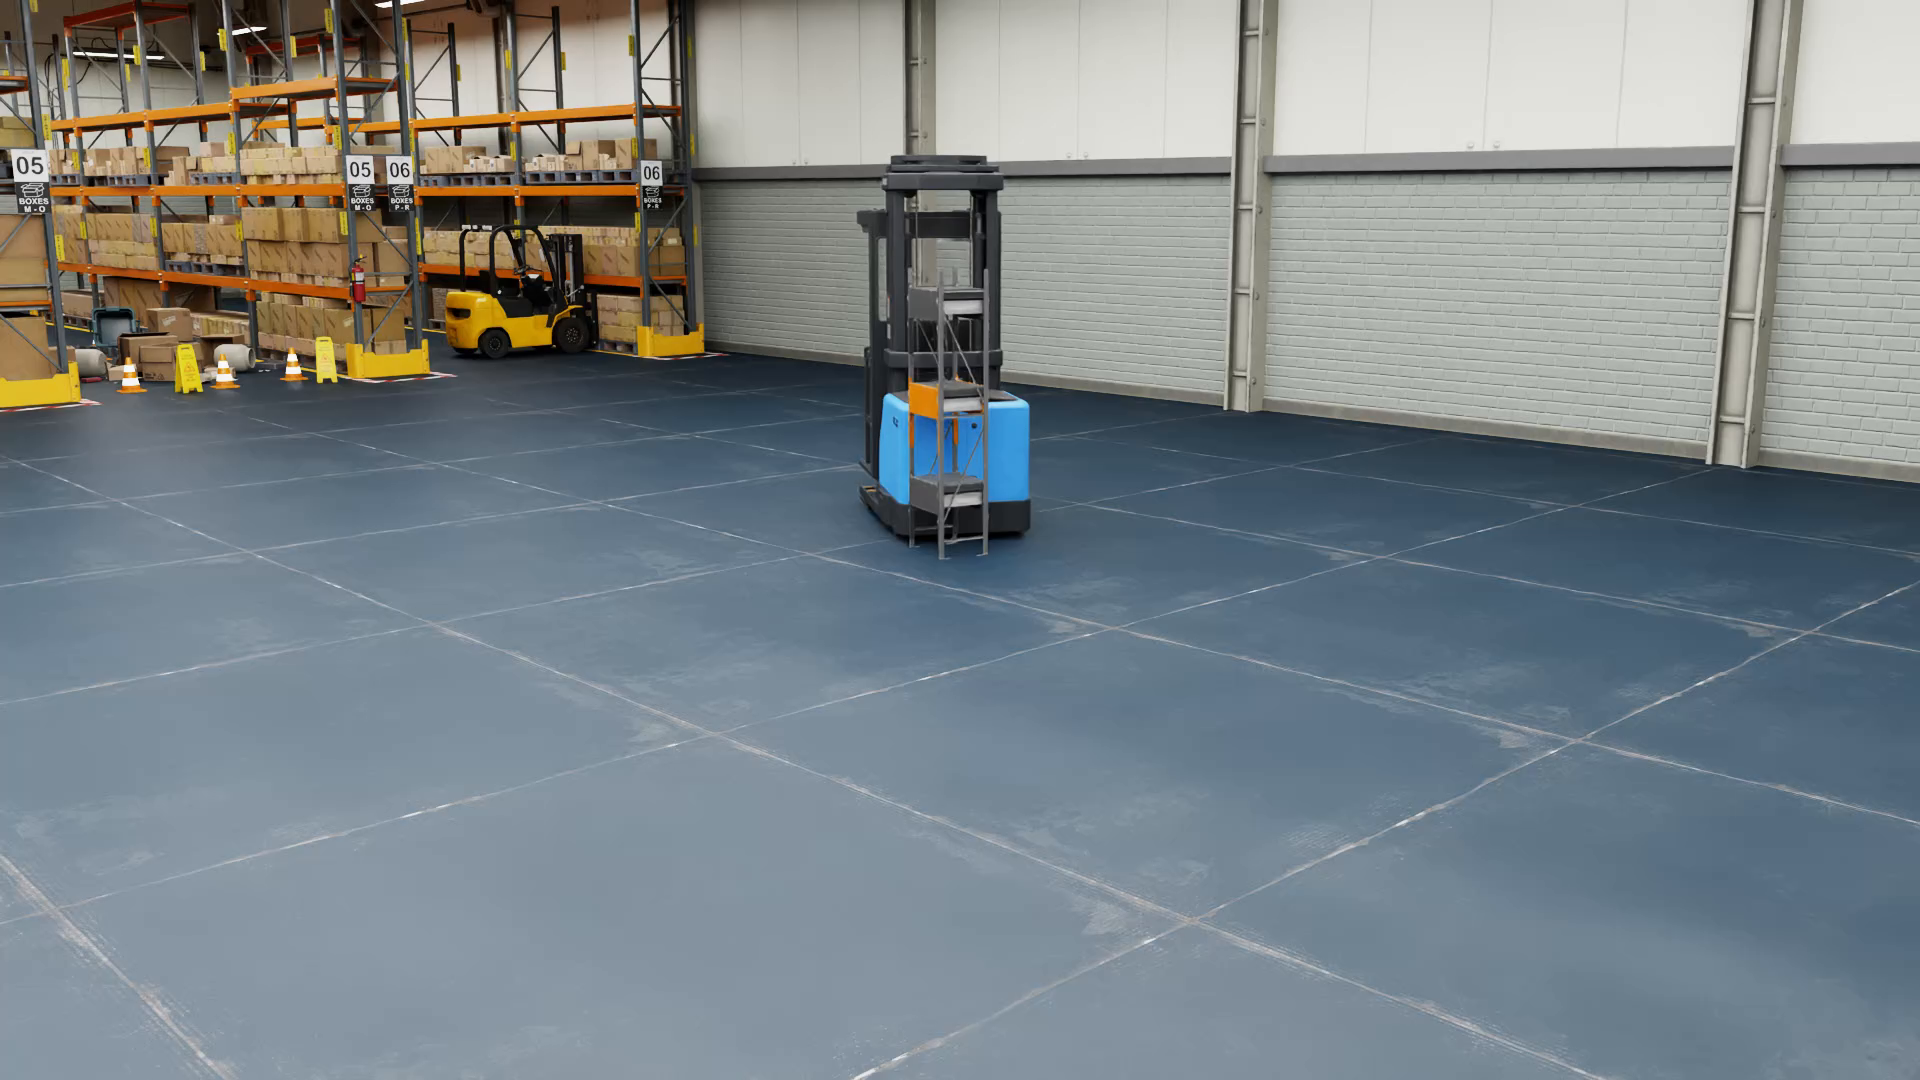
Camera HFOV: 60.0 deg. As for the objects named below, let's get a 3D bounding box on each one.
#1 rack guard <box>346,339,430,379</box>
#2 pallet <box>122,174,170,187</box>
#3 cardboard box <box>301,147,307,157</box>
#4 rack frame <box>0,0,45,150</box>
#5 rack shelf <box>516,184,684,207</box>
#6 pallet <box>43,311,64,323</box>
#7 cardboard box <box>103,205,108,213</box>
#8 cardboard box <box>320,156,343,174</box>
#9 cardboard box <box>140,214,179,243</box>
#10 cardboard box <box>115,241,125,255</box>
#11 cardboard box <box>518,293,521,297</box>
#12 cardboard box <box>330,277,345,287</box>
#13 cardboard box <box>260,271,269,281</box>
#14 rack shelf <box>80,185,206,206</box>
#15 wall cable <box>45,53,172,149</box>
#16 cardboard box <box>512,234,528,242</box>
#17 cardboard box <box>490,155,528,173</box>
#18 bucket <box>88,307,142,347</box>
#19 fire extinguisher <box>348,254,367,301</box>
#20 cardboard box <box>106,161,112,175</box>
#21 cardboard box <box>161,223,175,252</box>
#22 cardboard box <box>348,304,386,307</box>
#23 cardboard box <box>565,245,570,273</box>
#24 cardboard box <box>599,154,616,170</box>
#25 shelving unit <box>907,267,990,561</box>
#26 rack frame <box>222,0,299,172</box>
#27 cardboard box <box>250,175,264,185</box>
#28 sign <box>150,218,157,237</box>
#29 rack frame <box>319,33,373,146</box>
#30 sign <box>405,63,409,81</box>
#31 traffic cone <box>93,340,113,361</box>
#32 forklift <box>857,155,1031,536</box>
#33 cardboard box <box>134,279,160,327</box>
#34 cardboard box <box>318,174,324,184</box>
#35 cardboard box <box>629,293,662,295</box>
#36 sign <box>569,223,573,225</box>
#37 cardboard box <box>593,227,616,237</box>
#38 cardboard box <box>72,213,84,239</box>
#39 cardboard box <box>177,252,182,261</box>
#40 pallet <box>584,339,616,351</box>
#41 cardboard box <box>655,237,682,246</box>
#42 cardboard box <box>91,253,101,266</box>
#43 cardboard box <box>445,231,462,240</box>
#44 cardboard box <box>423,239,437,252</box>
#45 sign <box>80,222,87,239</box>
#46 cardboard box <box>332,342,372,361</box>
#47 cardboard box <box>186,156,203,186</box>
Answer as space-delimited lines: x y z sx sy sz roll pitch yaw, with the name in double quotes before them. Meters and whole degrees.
"rack guard" -8.548 -2.718 24.865 1.175 0.500 0.348 -11 16 -43
"pallet" -14.503 -6.562 30.363 1.213 0.211 1.003 -10 15 -40
"cardboard box" -9.746 -5.877 25.214 0.250 0.149 0.380 11 16 44
"rack frame" -12.006 -6.165 20.534 1.000 3.000 0.127 -11 16 -43
"rack shelf" -6.289 -6.032 29.106 1.077 0.370 4.000 -11 16 -43
"pallet" -18.936 -4.795 35.661 1.003 0.211 1.213 -11 16 -43
"cardboard box" -17.001 -6.656 33.453 0.380 0.149 0.250 -11 16 -42
"cardboard box" -9.044 -5.510 24.422 0.500 0.250 0.500 -11 16 -43
"cardboard box" -14.566 -5.676 30.305 0.500 0.500 0.500 11 16 44
"cardboard box" -15.622 -5.527 31.439 0.500 0.250 0.500 11 16 43
"cardboard box" -8.039 -4.324 31.312 0.875 0.625 0.625 -10 15 -40
"cardboard box" -9.164 -3.854 24.809 0.380 0.149 0.250 -11 16 -43
"cardboard box" -11.060 -4.272 26.834 0.380 0.149 0.250 -10 15 -41
"rack shelf" -15.401 -6.507 31.413 1.077 0.370 4.000 -11 16 -43
"wall cable" -21.090 -10.501 41.487 2.988 3.039 0.133 -11 16 -43
"cardboard box" -8.067 -5.593 30.769 0.380 0.149 0.250 -10 15 -41
"cardboard box" -8.347 -6.959 30.754 0.500 0.311 0.500 11 16 43
"bucket" -13.007 -3.253 25.613 0.726 0.611 0.620 -5 3 -23
"fire extinguisher" -8.750 -3.812 24.174 0.296 0.674 0.183 -11 16 -43
"cardboard box" -15.774 -6.976 31.197 0.396 0.266 0.258 -9 15 -38
"cardboard box" -13.877 -5.401 29.668 0.500 0.500 0.500 11 16 44
"cardboard box" -9.234 -3.393 25.861 0.500 0.500 0.500 11 16 43
"cardboard box" -6.831 -5.008 29.536 0.500 0.500 0.500 -11 16 -43
"cardboard box" -5.875 -6.397 28.139 0.396 0.266 0.258 -11 16 -42
"shelving unit" -0.087 -0.937 12.255 0.431 2.100 0.503 -6 13 -27
"rack frame" -11.258 -7.453 26.787 1.000 3.000 0.127 -11 16 -43
"cardboard box" -11.081 -5.735 26.504 0.380 0.149 0.250 -11 16 -42
"sign" -14.419 -5.588 29.732 0.100 0.325 0.005 -11 16 -43
"rack frame" -13.195 -9.313 35.814 1.000 3.000 0.127 -11 16 -43
"sign" -10.818 -9.149 32.505 0.100 0.325 0.005 -11 16 -43
"traffic cone" -14.050 -3.161 27.109 0.336 0.463 0.334 -11 16 -43
"forklift" -0.255 -1.715 13.970 1.130 2.935 3.031 -2 12 -12
"cardboard box" -15.050 -4.507 31.578 0.875 0.875 0.875 -11 16 -42
"cardboard box" -9.299 -5.366 24.711 0.380 0.149 0.250 -10 15 -41
"cardboard box" -5.451 -4.141 28.873 0.500 0.250 0.500 -11 16 -42
"sign" -7.270 -5.748 31.034 0.100 0.325 0.005 -11 16 -43
"cardboard box" -6.079 -5.294 28.582 0.380 0.149 0.250 -10 16 -41
"cardboard box" -17.308 -6.252 33.096 0.500 0.500 0.500 -11 16 -43
"cardboard box" -13.604 -5.016 29.405 0.250 0.149 0.380 10 16 41
"pallet" -6.305 -3.542 29.578 1.003 0.211 1.213 -11 16 -43
"cardboard box" -4.955 -5.076 28.259 0.250 0.149 0.380 11 16 44
"cardboard box" -16.670 -5.508 32.585 0.500 0.250 0.500 11 16 44
"cardboard box" -9.855 -5.961 32.556 0.380 0.149 0.250 -11 16 -42
"cardboard box" -10.321 -5.860 33.054 0.500 0.250 0.500 -11 16 -43
"sign" -17.183 -6.068 32.588 0.100 0.325 0.005 -11 16 -43
"cardboard box" -9.265 -2.874 25.202 0.500 0.250 0.500 -11 16 -43
"cardboard box" -12.946 -6.400 28.852 0.797 0.503 0.637 -11 16 -43
